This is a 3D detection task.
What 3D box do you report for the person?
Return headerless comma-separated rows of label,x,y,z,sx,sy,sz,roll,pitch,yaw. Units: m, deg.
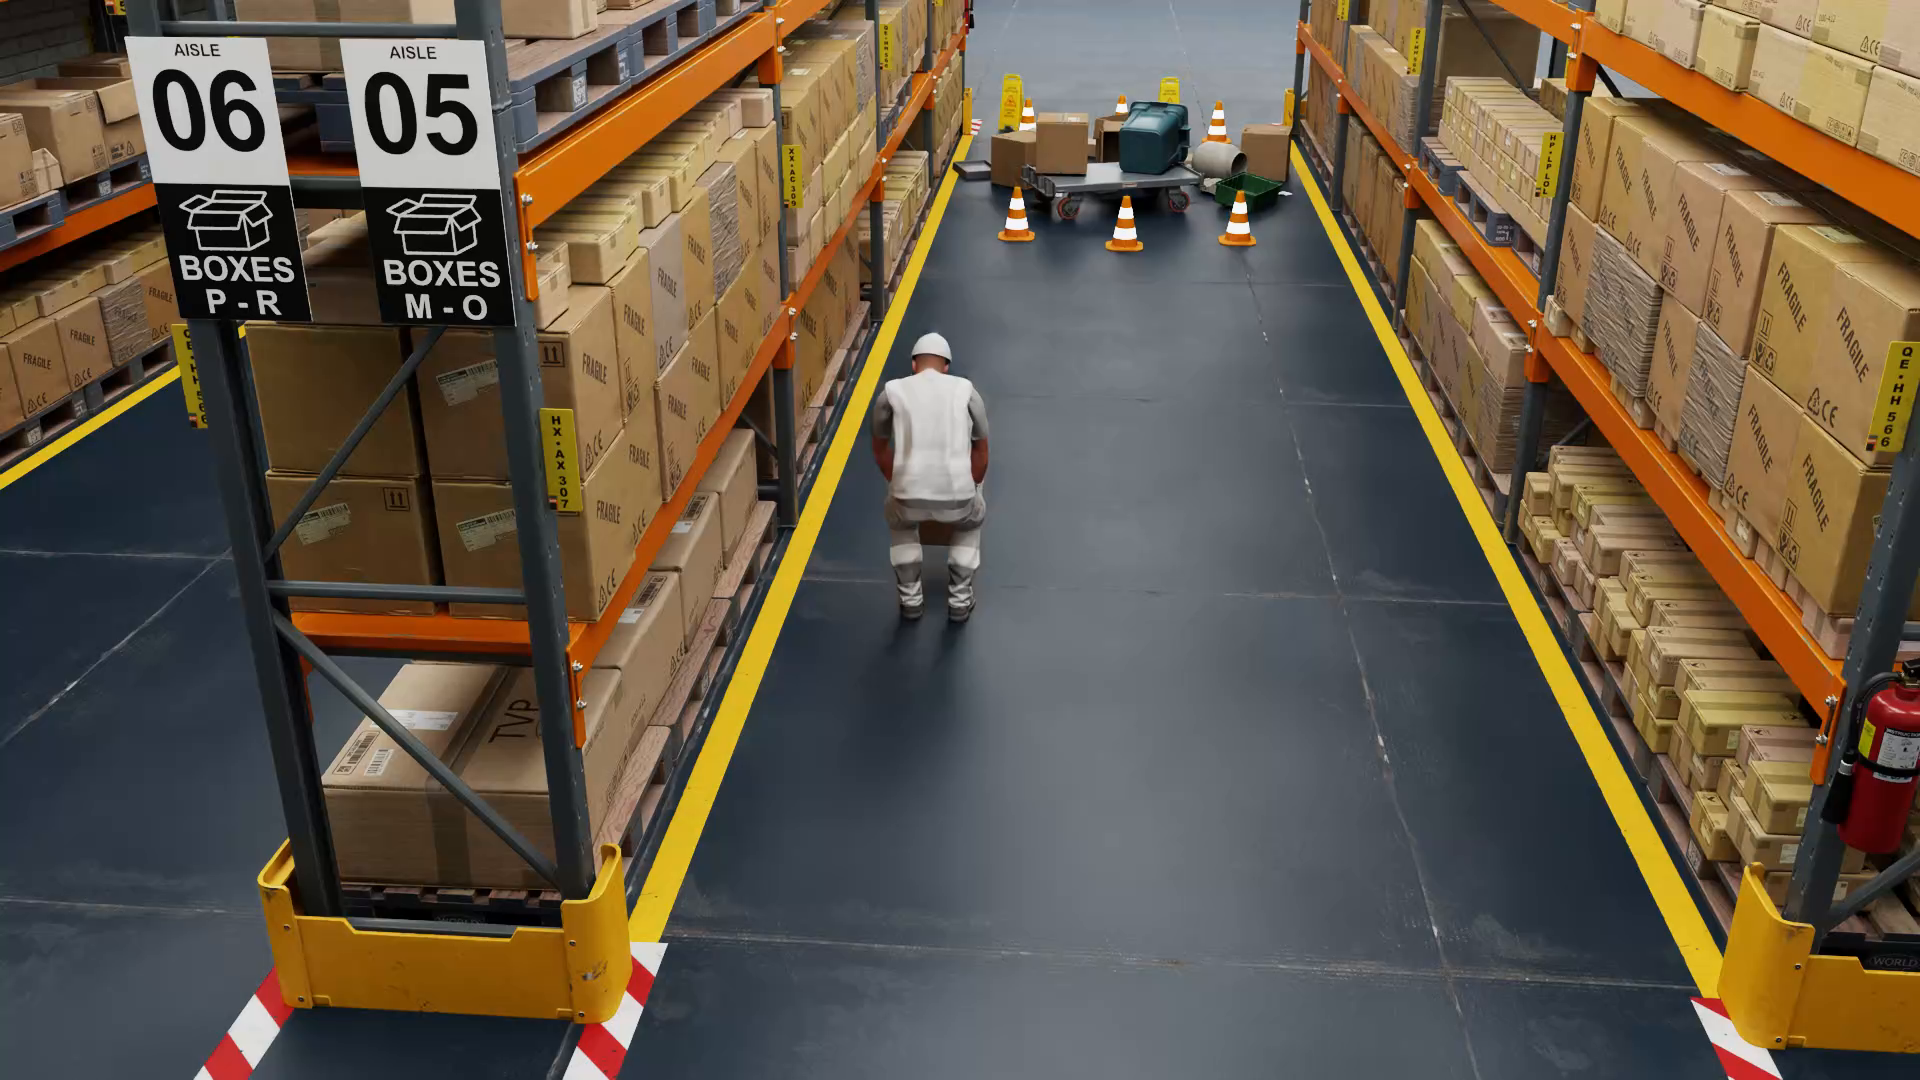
person,-0.158,-0.294,8.256,0.585,1.354,0.793,2,24,4
